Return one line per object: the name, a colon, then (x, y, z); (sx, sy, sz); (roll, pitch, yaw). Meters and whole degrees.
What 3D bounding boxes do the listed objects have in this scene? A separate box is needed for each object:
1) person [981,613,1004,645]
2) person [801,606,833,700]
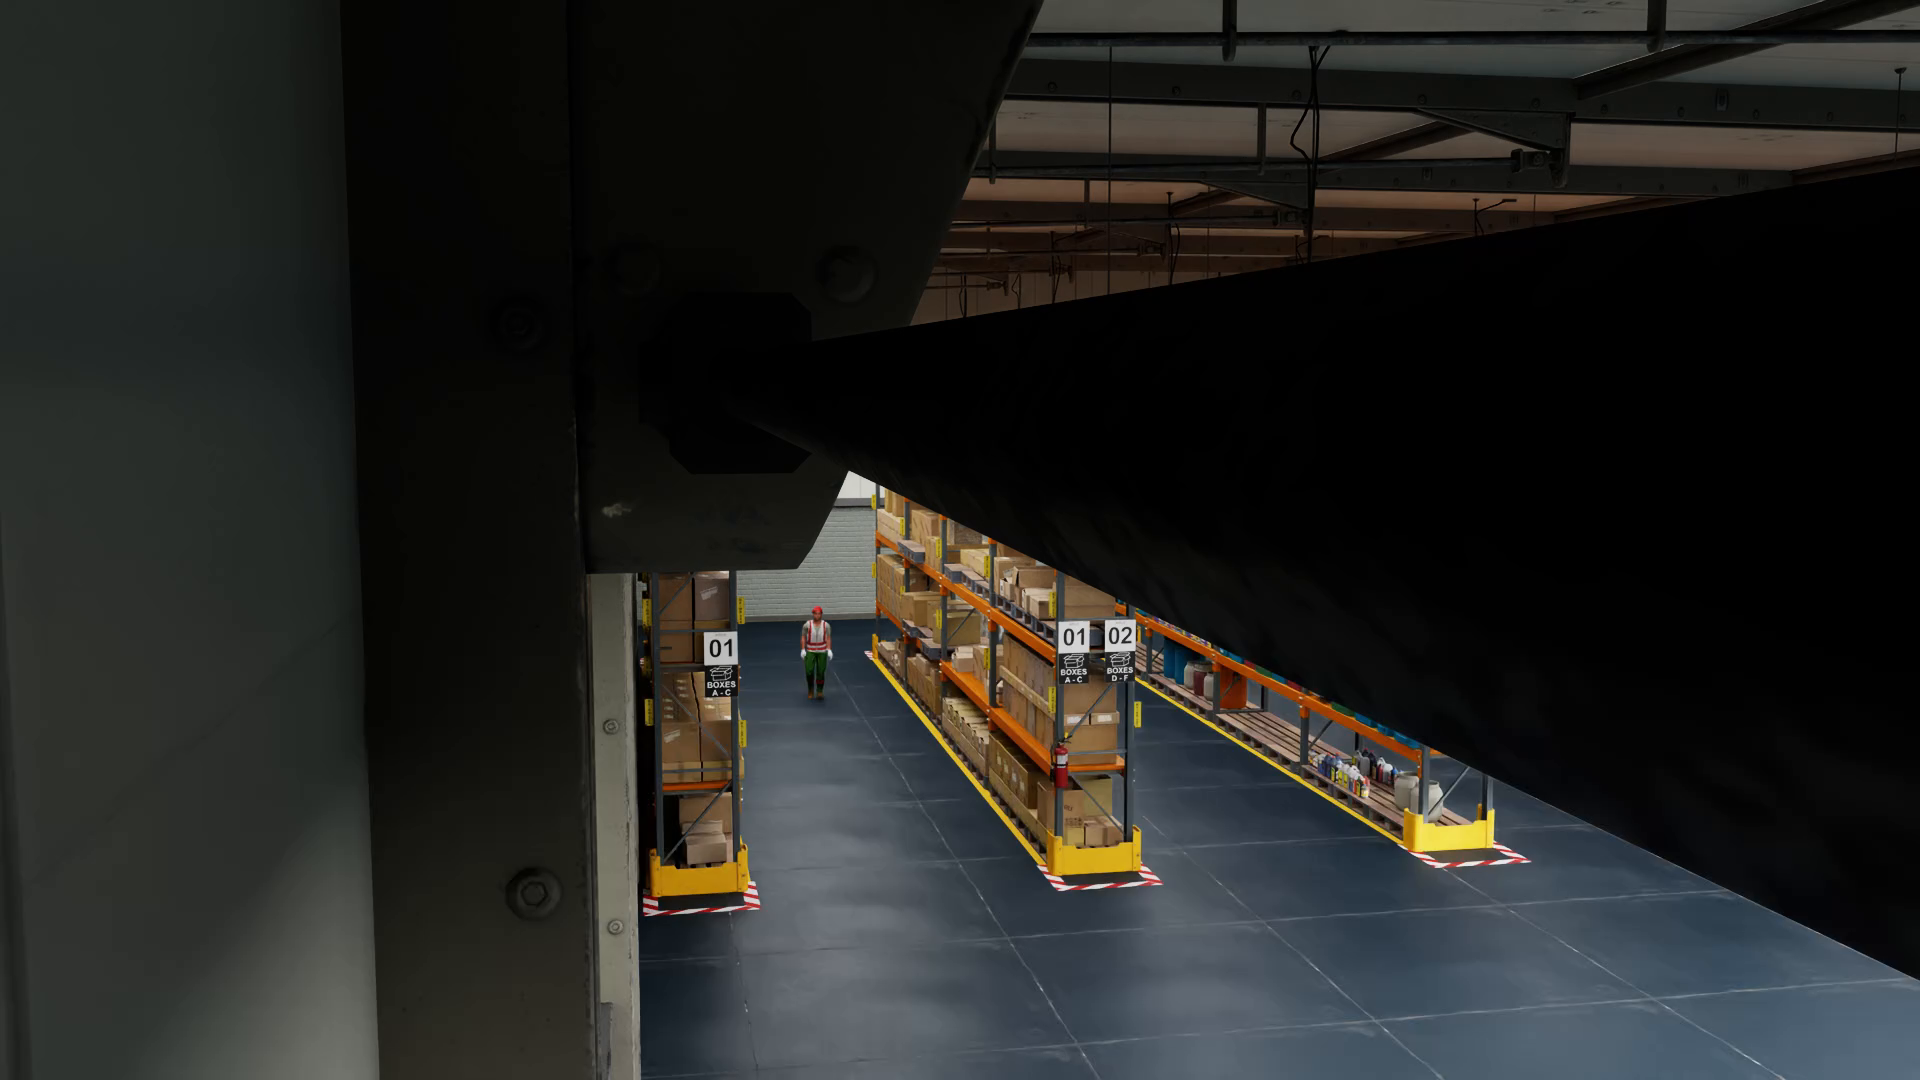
person: (0.676, 1.913, 34.969); (0.487, 1.637, 0.853); (-1, 6, -13)
person: (-2.749, 2.168, 31.880); (0.612, 1.807, 0.510); (0, 6, -3)
